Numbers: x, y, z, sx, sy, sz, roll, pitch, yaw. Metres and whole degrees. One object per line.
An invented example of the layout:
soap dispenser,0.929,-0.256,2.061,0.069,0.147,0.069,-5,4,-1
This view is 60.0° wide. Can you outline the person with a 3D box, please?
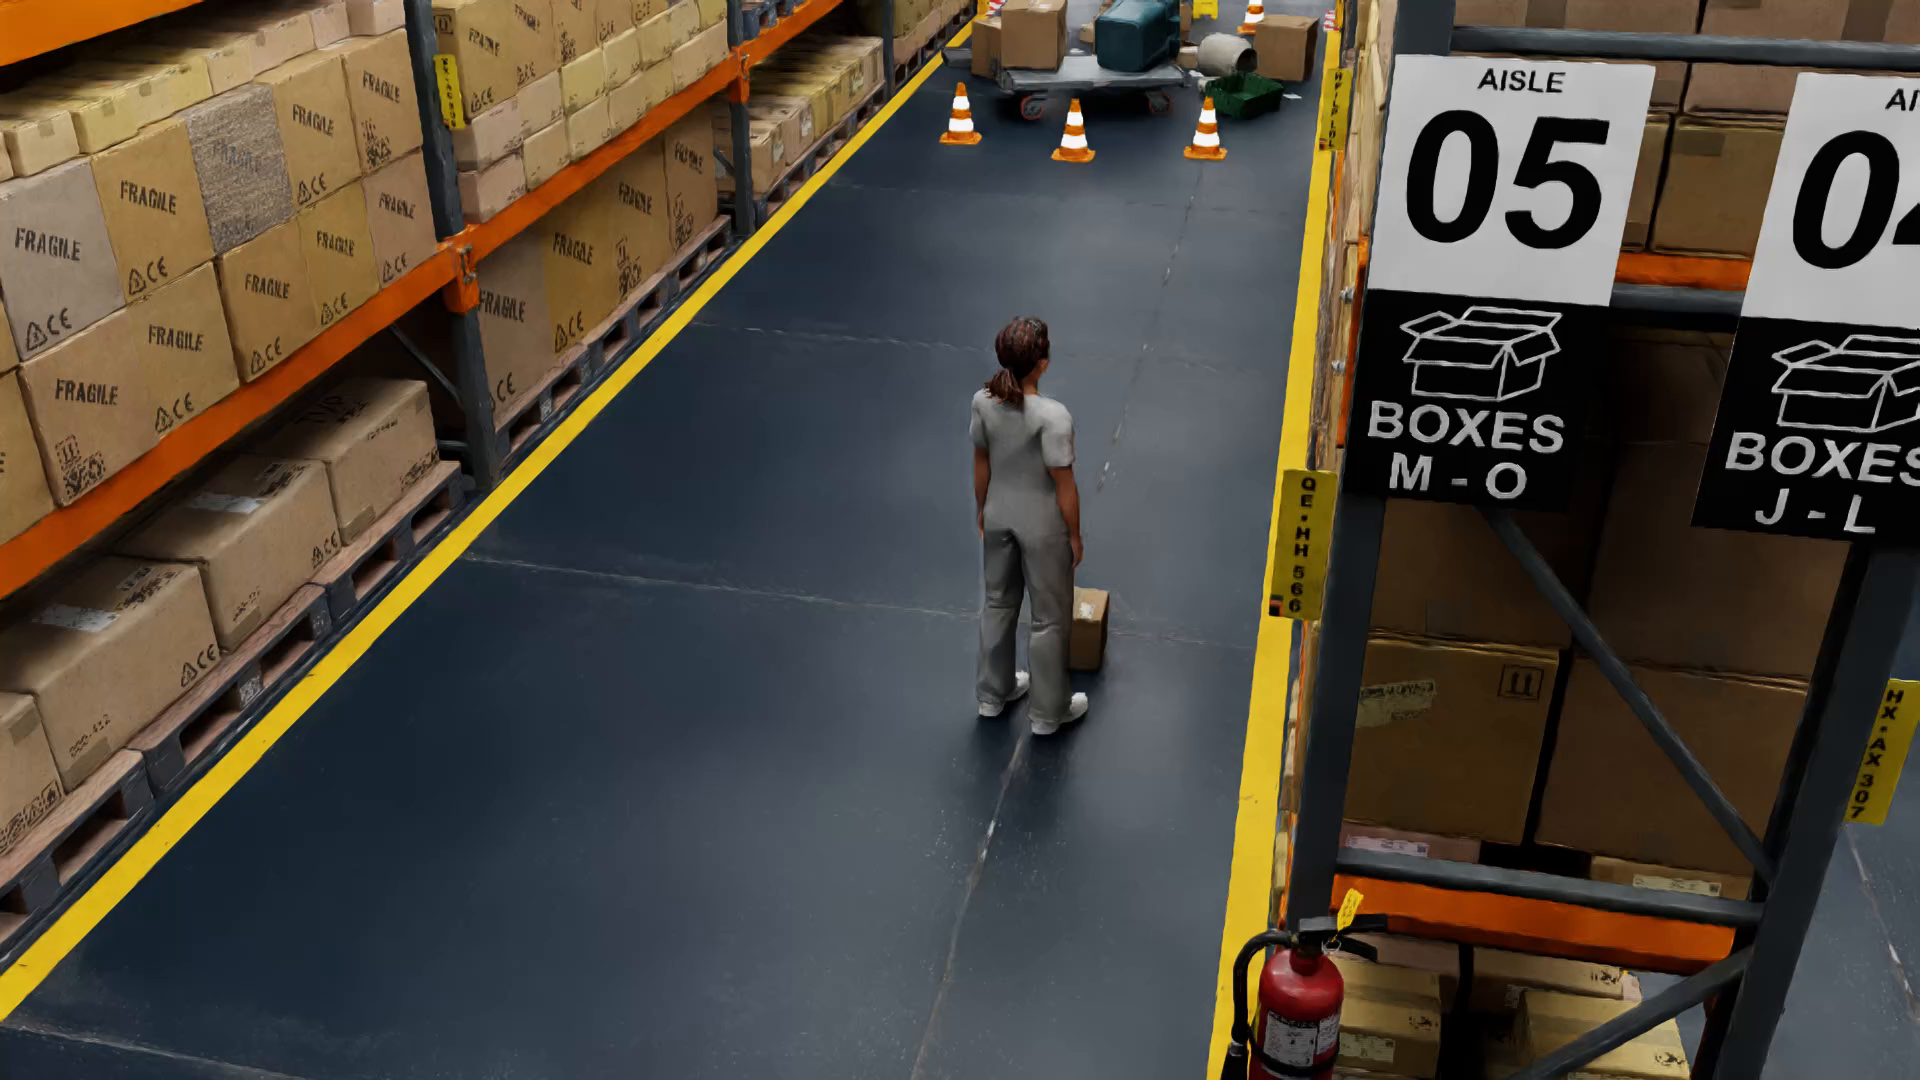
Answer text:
person,0.259,0.055,6.265,0.465,1.414,0.379,21,35,33
